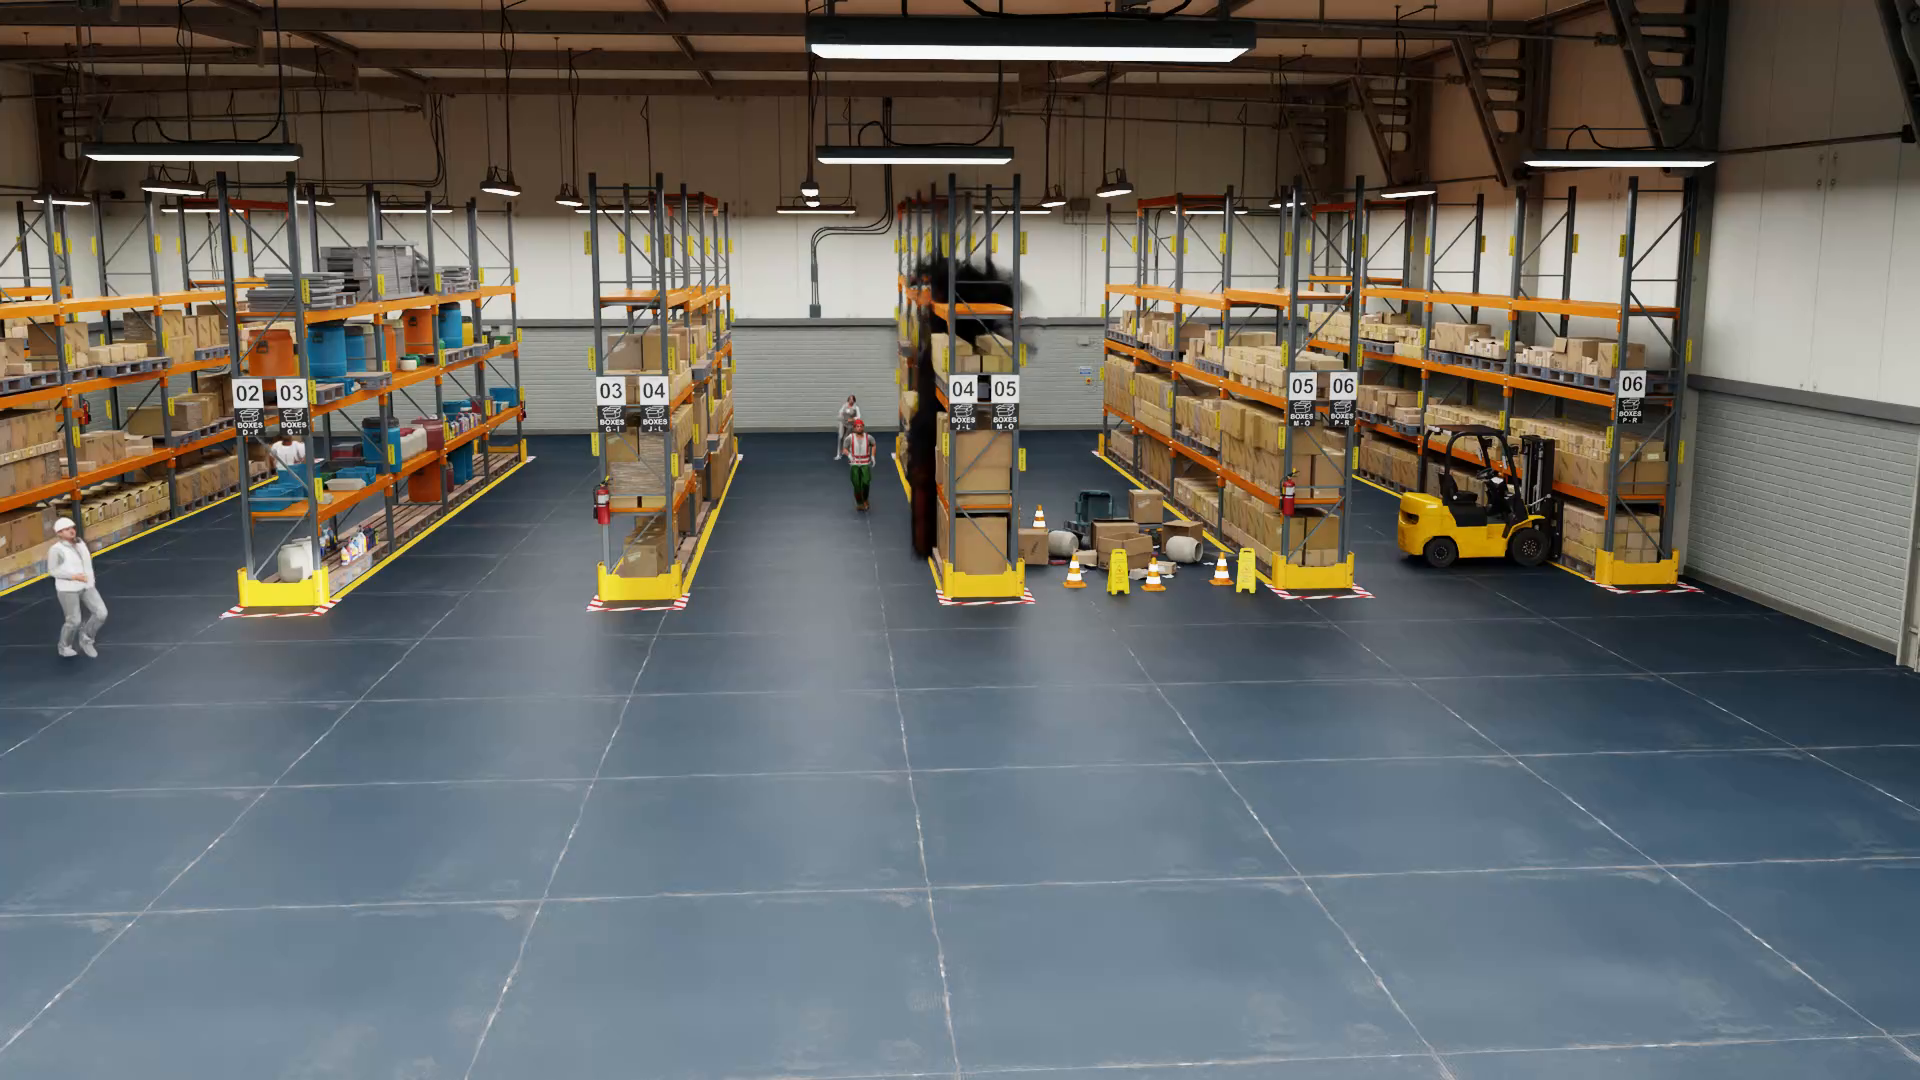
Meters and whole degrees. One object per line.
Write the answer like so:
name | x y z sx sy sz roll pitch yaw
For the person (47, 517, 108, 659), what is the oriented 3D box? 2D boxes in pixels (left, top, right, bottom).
person | -10.798 0.596 20.327 0.670 1.767 0.664 5 11 24

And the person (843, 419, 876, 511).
person | -1.910 -1.423 31.656 0.635 1.754 0.653 -1 10 -3

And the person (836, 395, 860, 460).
person | -2.649 -2.705 39.709 0.601 1.553 0.705 3 10 16

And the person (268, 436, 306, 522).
person | -12.385 -1.232 30.685 0.714 1.739 0.846 -3 10 -15
